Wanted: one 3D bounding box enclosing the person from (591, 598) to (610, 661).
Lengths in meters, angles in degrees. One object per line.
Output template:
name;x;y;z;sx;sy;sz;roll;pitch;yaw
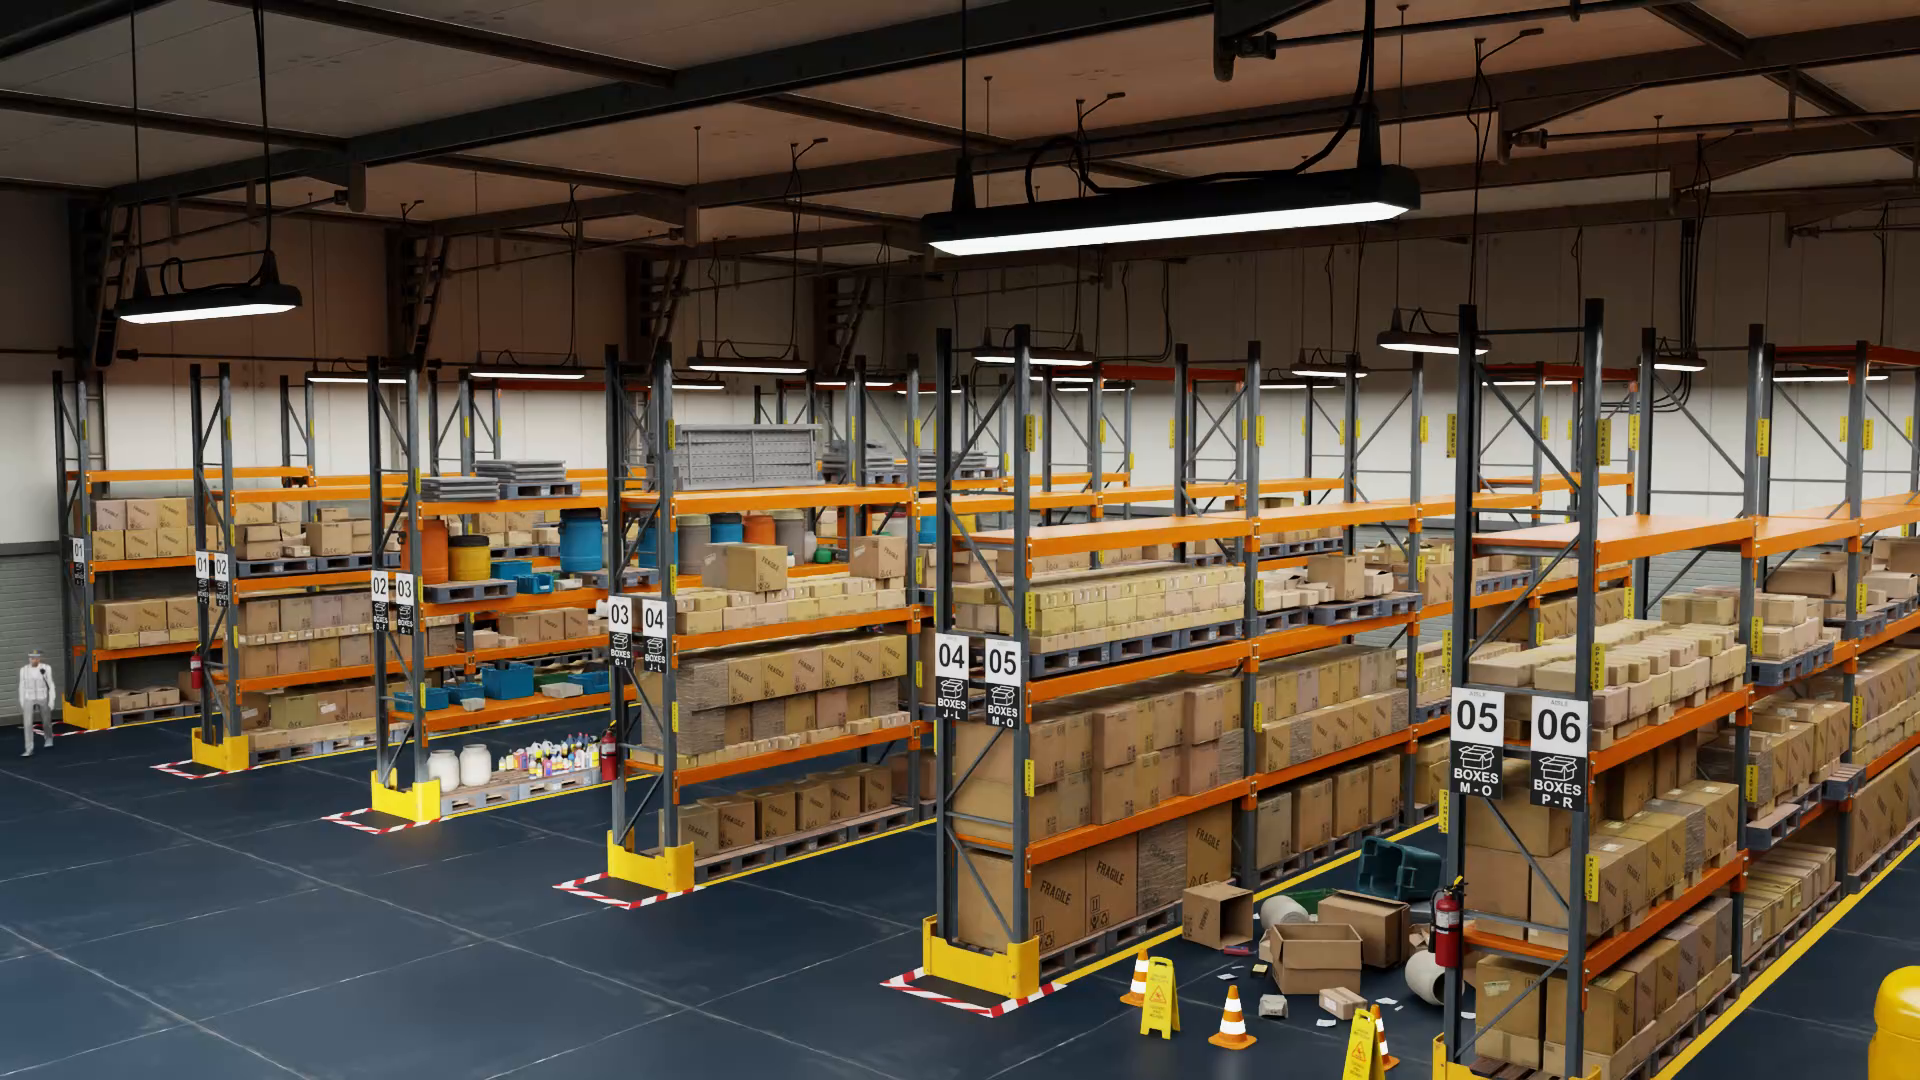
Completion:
person;-7.332;1.839;34.039;0.593;1.782;0.688;1;4;19

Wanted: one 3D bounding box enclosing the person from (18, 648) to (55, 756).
person;-14.343;2.483;25.840;0.489;1.624;0.855;-2;5;-31
